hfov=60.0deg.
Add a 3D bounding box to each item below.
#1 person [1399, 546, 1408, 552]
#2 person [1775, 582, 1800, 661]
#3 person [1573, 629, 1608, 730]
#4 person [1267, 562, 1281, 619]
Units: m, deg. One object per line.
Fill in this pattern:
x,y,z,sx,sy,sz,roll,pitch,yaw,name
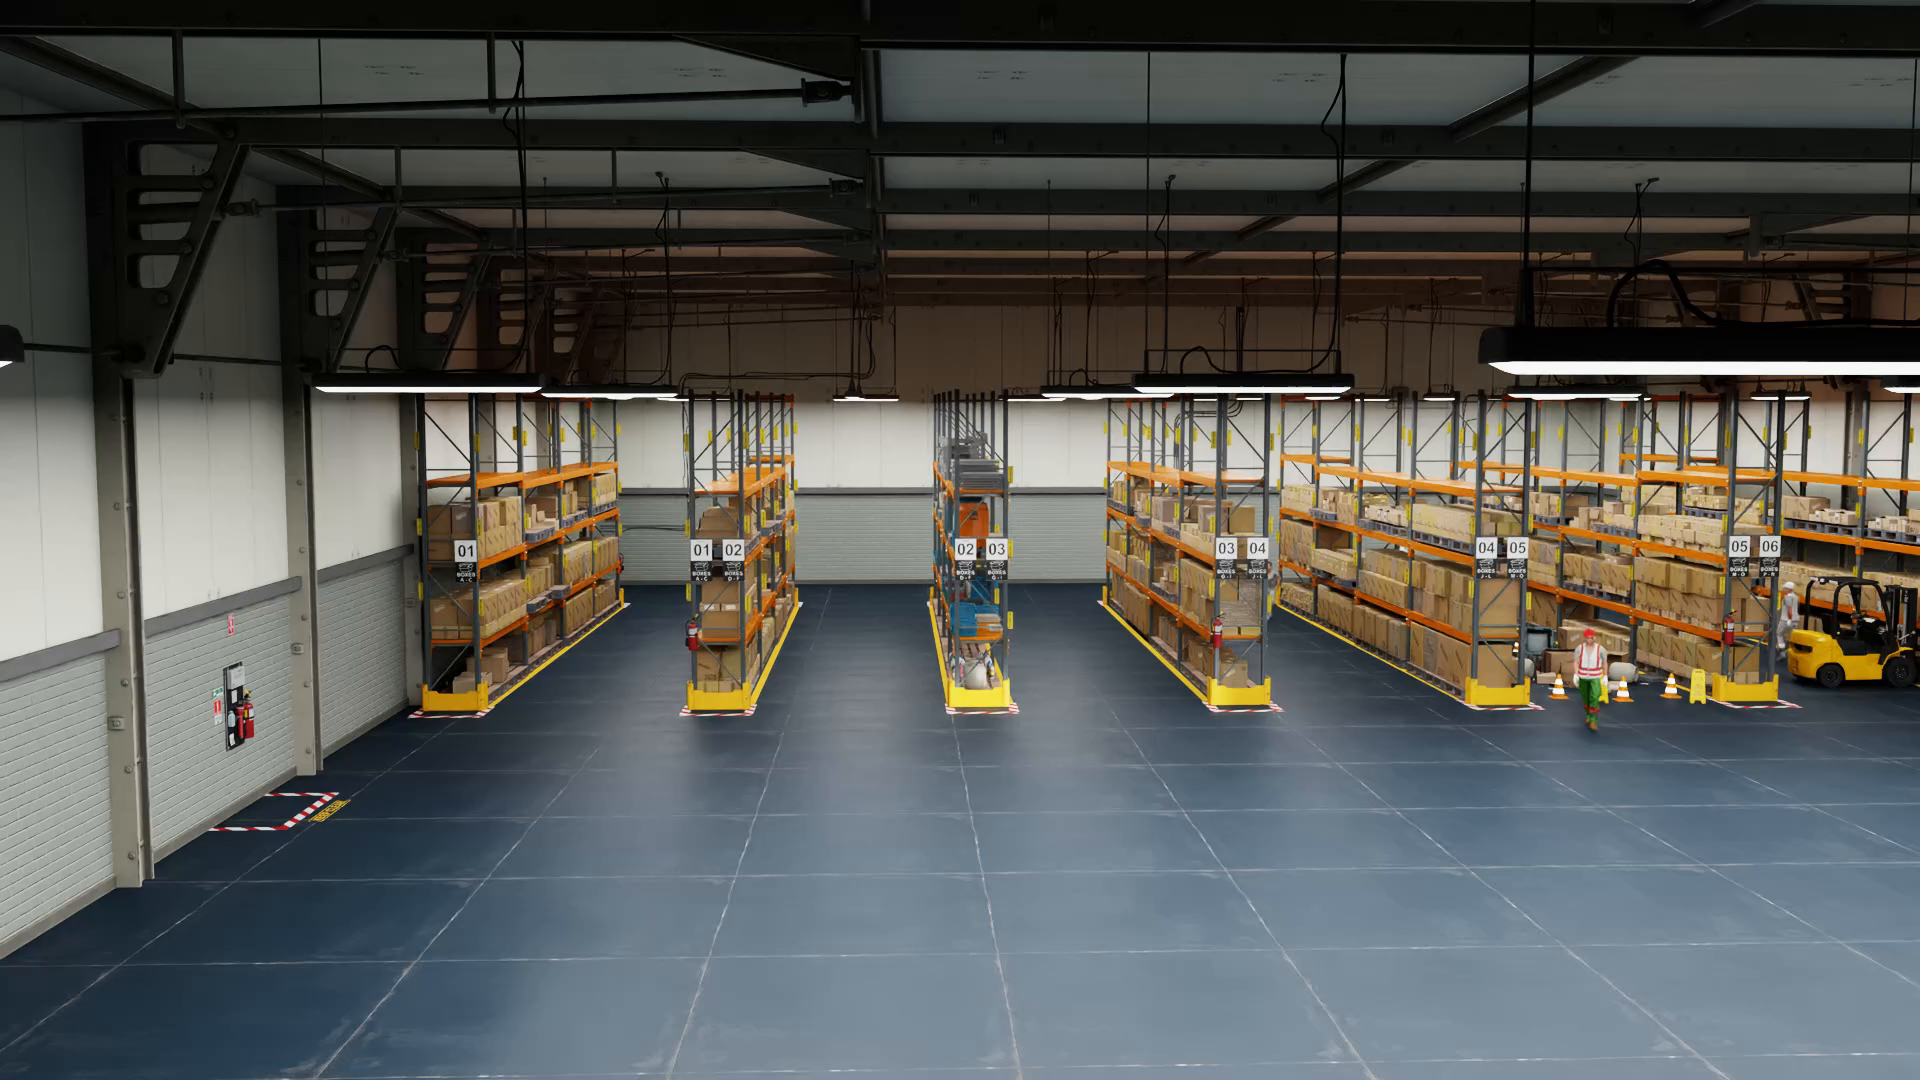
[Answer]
13.570,0.733,50.875,0.431,1.709,0.521,-2,5,-27,person
18.447,1.835,36.886,0.508,1.806,0.543,-1,5,-16,person
11.107,2.430,29.343,0.560,1.734,0.997,3,6,32,person
8.210,1.340,44.133,0.608,1.579,0.686,1,5,7,person
